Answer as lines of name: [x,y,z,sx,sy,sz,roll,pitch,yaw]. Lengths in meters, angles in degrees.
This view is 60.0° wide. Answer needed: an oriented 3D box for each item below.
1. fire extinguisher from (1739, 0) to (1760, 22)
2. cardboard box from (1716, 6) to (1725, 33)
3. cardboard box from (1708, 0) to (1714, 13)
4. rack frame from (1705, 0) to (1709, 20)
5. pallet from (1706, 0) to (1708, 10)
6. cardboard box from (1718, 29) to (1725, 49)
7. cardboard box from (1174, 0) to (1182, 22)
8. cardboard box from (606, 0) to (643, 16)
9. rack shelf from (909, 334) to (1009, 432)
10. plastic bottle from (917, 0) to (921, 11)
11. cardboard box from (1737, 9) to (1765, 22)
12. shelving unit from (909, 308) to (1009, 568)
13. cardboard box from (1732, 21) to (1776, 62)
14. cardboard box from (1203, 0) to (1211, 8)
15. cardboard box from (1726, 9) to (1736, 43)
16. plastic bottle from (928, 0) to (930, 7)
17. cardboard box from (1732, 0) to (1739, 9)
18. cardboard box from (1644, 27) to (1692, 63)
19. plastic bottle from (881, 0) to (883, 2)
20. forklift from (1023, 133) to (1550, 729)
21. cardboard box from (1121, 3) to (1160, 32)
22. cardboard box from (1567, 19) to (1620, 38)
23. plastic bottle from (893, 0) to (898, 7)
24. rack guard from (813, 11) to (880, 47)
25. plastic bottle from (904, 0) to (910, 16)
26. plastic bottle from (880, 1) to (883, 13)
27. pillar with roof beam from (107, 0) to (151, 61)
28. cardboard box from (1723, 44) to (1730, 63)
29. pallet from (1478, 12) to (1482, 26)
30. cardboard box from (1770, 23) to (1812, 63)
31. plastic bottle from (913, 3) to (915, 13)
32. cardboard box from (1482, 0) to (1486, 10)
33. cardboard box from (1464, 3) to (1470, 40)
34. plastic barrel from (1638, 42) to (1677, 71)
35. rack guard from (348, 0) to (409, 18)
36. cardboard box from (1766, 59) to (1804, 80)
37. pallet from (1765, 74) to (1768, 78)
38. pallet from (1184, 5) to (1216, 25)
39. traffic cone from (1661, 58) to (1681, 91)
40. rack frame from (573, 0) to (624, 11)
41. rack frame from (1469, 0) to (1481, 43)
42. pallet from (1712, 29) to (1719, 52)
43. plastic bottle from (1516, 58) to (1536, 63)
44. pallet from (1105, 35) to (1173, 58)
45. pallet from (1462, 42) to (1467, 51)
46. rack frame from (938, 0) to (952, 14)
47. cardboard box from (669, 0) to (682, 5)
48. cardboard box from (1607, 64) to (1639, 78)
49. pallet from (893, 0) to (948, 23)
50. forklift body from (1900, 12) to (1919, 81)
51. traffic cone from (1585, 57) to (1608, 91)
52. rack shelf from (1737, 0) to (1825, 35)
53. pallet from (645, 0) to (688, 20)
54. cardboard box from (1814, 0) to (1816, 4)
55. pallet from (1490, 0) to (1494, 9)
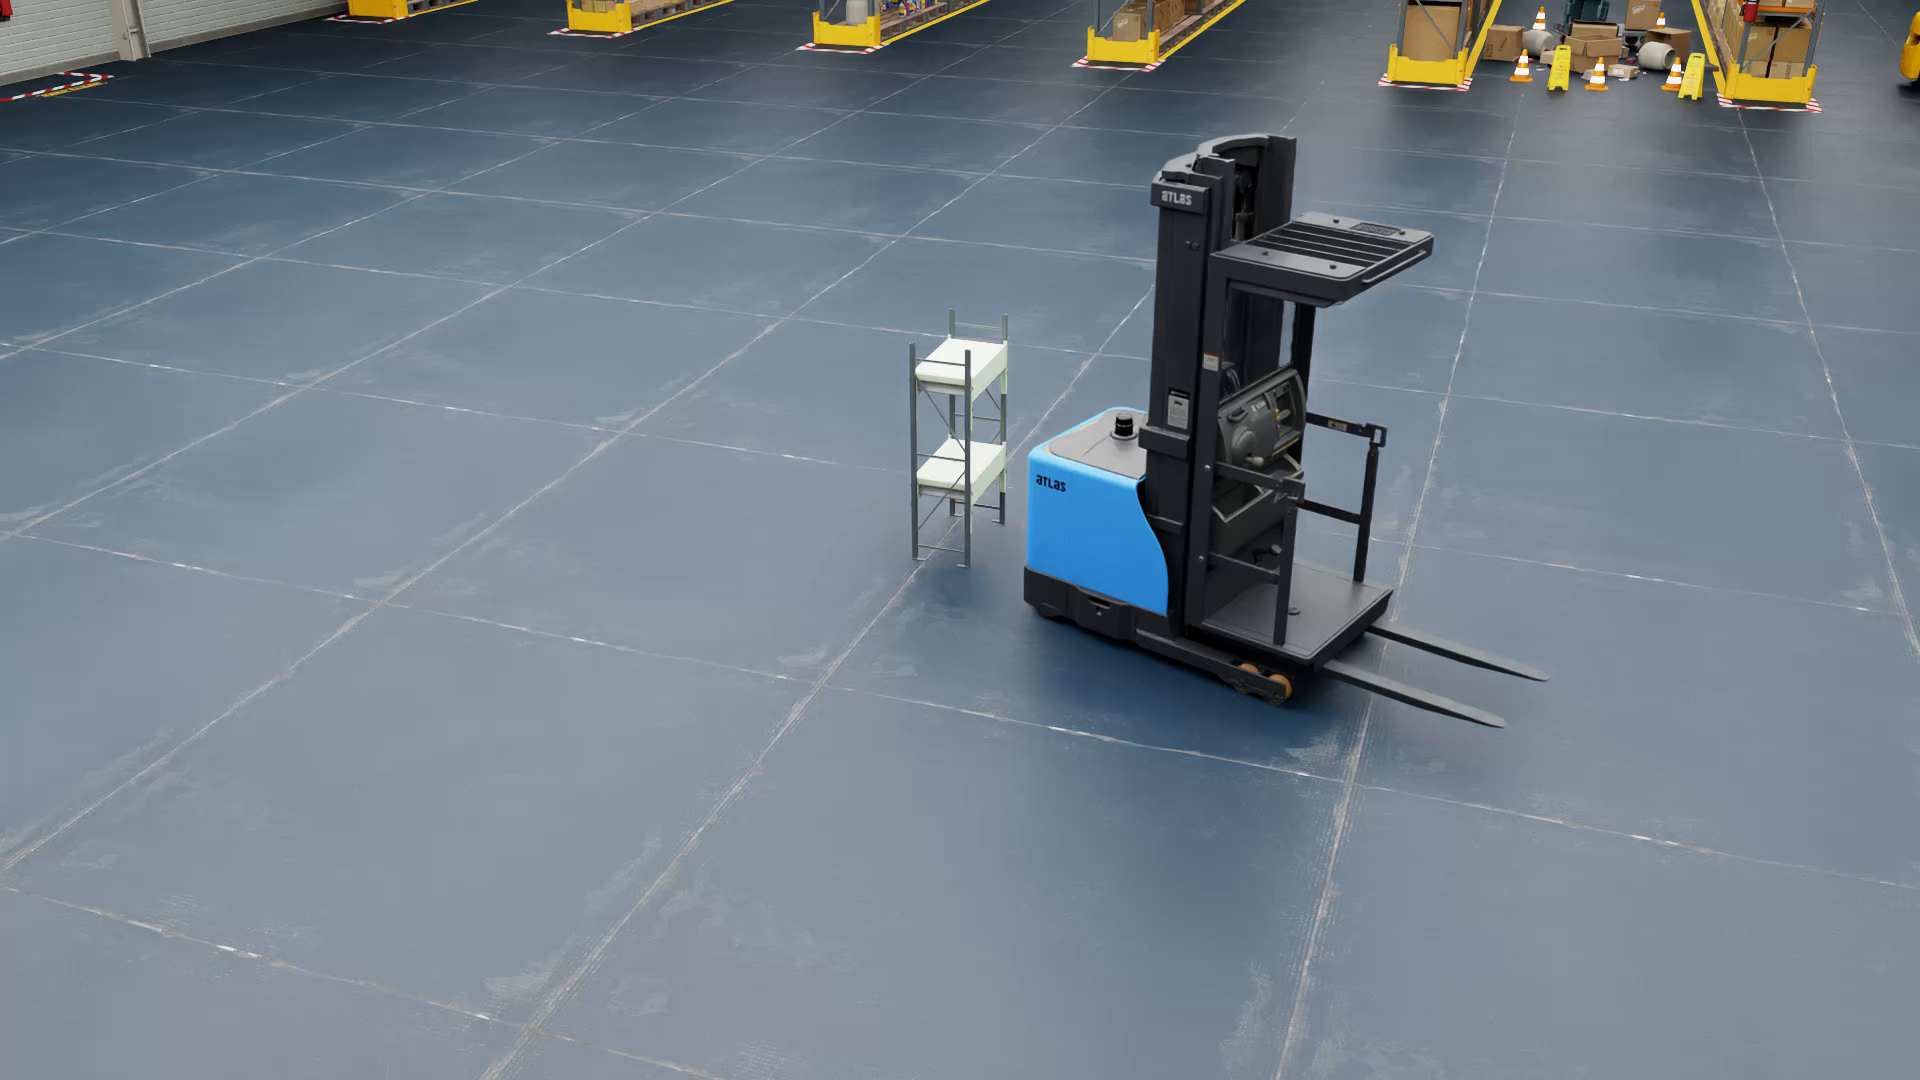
fire extinguisher: [11.571,-7.913,24.240,0.296,0.674,0.183,9,27,17]
cardboard box: [13.783,-9.090,29.115,0.950,0.372,0.625,11,28,21]
cardboard box: [14.508,-9.991,30.977,0.950,0.372,0.625,7,27,14]
rack frame: [14.706,-11.216,30.972,1.000,3.000,0.127,9,27,17]
pallet: [15.039,-10.274,32.226,1.003,0.211,1.213,9,27,17]
cardboard box: [12.923,-8.320,27.665,0.500,0.250,0.500,7,27,15]
cardboard box: [3.675,-9.678,30.182,0.500,0.500,0.500,19,32,34]
cardboard box: [-6.254,-9.943,31.017,0.500,0.250,0.500,9,27,17]
rack shelf: [-0.002,-1.024,10.747,0.431,0.370,0.720,9,27,17]
plastic bottle: [-0.813,-10.115,31.320,0.152,0.276,0.135,9,27,18]
cardboard box: [12.123,-8.036,25.475,0.380,0.149,0.250,10,27,19]
shelving unit: [-0.002,-0.672,10.917,0.431,1.500,0.755,9,27,17]
cardboard box: [12.064,-7.584,25.284,0.500,0.500,0.500,9,27,18]
cardboard box: [4.430,-10.524,31.908,0.700,0.500,0.500,9,27,17]
cardboard box: [12.582,-8.223,26.604,0.500,0.500,0.500,10,28,20]
plastic bottle: [-0.648,-10.348,31.714,0.144,0.351,0.185,7,27,15]
cardboard box: [12.569,-8.584,26.606,0.380,0.149,0.250,10,28,20]
cardboard box: [11.735,-8.205,27.619,0.500,0.500,0.500,-14,29,-27]
plastic bottle: [-1.506,-10.209,31.428,0.144,0.351,0.185,9,27,17]
forklift: [1.865,-0.657,9.243,3.031,2.935,1.130,19,32,34]
cardboard box: [3.088,-8.934,28.646,0.500,0.500,0.500,17,30,31]
cardboard box: [10.544,-8.340,27.742,0.797,0.637,0.503,9,27,17]
plastic bottle: [-1.236,-10.348,31.807,0.097,0.271,0.097,0,26,0]
rack guard: [-1.992,-8.996,29.257,1.175,0.500,0.348,9,27,17]
plastic bottle: [-0.983,-9.849,30.762,0.061,0.283,0.133,9,27,18]
plastic bottle: [-1.495,-9.986,31.140,0.097,0.201,0.097,0,26,0]
pillar with roof beam: [-9.835,-11.543,24.765,9.100,9.000,0.400,9,27,17]
cardboard box: [12.407,-7.678,26.339,0.500,0.250,0.500,8,27,16]
pallet: [9.263,-9.824,31.298,1.003,0.211,1.213,9,27,17]
cardboard box: [12.580,-7.518,25.148,0.500,0.500,0.500,8,27,16]
plastic bottle: [-0.895,-9.944,31.053,0.097,0.201,0.097,0,26,0]
cardboard box: [9.429,-10.471,31.535,1.050,0.750,0.750,9,27,18]
cardboard box: [8.101,-8.861,28.066,0.875,0.875,0.875,9,27,18]
plastic barrel: [11.303,-7.837,26.950,0.421,0.421,0.512,-14,29,-27]
rack guard: [-11.290,-10.426,32.210,1.175,0.500,0.348,9,27,17]
cardboard box: [12.573,-7.171,25.292,0.500,0.250,0.500,9,27,17]
pallet: [12.372,-7.033,25.533,1.003,0.211,1.213,9,27,17]
pallet: [4.287,-10.074,31.814,1.003,0.211,1.213,9,27,17]
traffic cone: [10.970,-7.150,25.486,0.336,0.463,0.334,9,27,17]
rack frame: [-6.642,-10.803,30.120,1.000,3.000,0.127,9,27,17]
rack frame: [8.673,-10.248,28.974,1.000,3.000,0.127,9,27,17]
pallet: [13.632,-8.637,28.846,1.003,0.211,1.213,9,27,17]
plastic bottle: [9.416,-7.979,27.660,0.283,0.061,0.133,0,26,-1]
pallet: [3.027,-8.470,28.501,1.003,0.211,1.213,9,27,17]
pallet: [7.942,-8.189,27.921,1.003,0.211,1.213,9,27,17]
rack frame: [-0.641,-11.727,32.029,1.000,3.000,0.127,9,27,17]
cardboard box: [-5.753,-10.559,32.289,0.500,0.250,0.500,9,27,17]
cardboard box: [10.574,-7.476,26.520,0.250,0.149,0.380,-20,33,-36]
pallet: [-0.904,-10.202,32.079,1.003,0.211,1.213,9,27,17]
forklift body: [15.636,-7.871,25.039,2.313,2.155,1.214,9,27,17]
traffic cone: [9.810,-7.171,25.530,0.336,0.463,0.334,9,27,17]
rack shelf: [12.709,-8.426,26.036,1.077,0.370,4.000,9,27,17]
pallet: [-6.020,-10.368,32.422,1.003,0.211,1.213,9,27,17]
cardboard box: [12.587,-8.128,24.882,0.380,0.149,0.250,8,27,16]
pallet: [10.265,-10.958,33.639,1.003,0.211,1.213,9,27,17]
